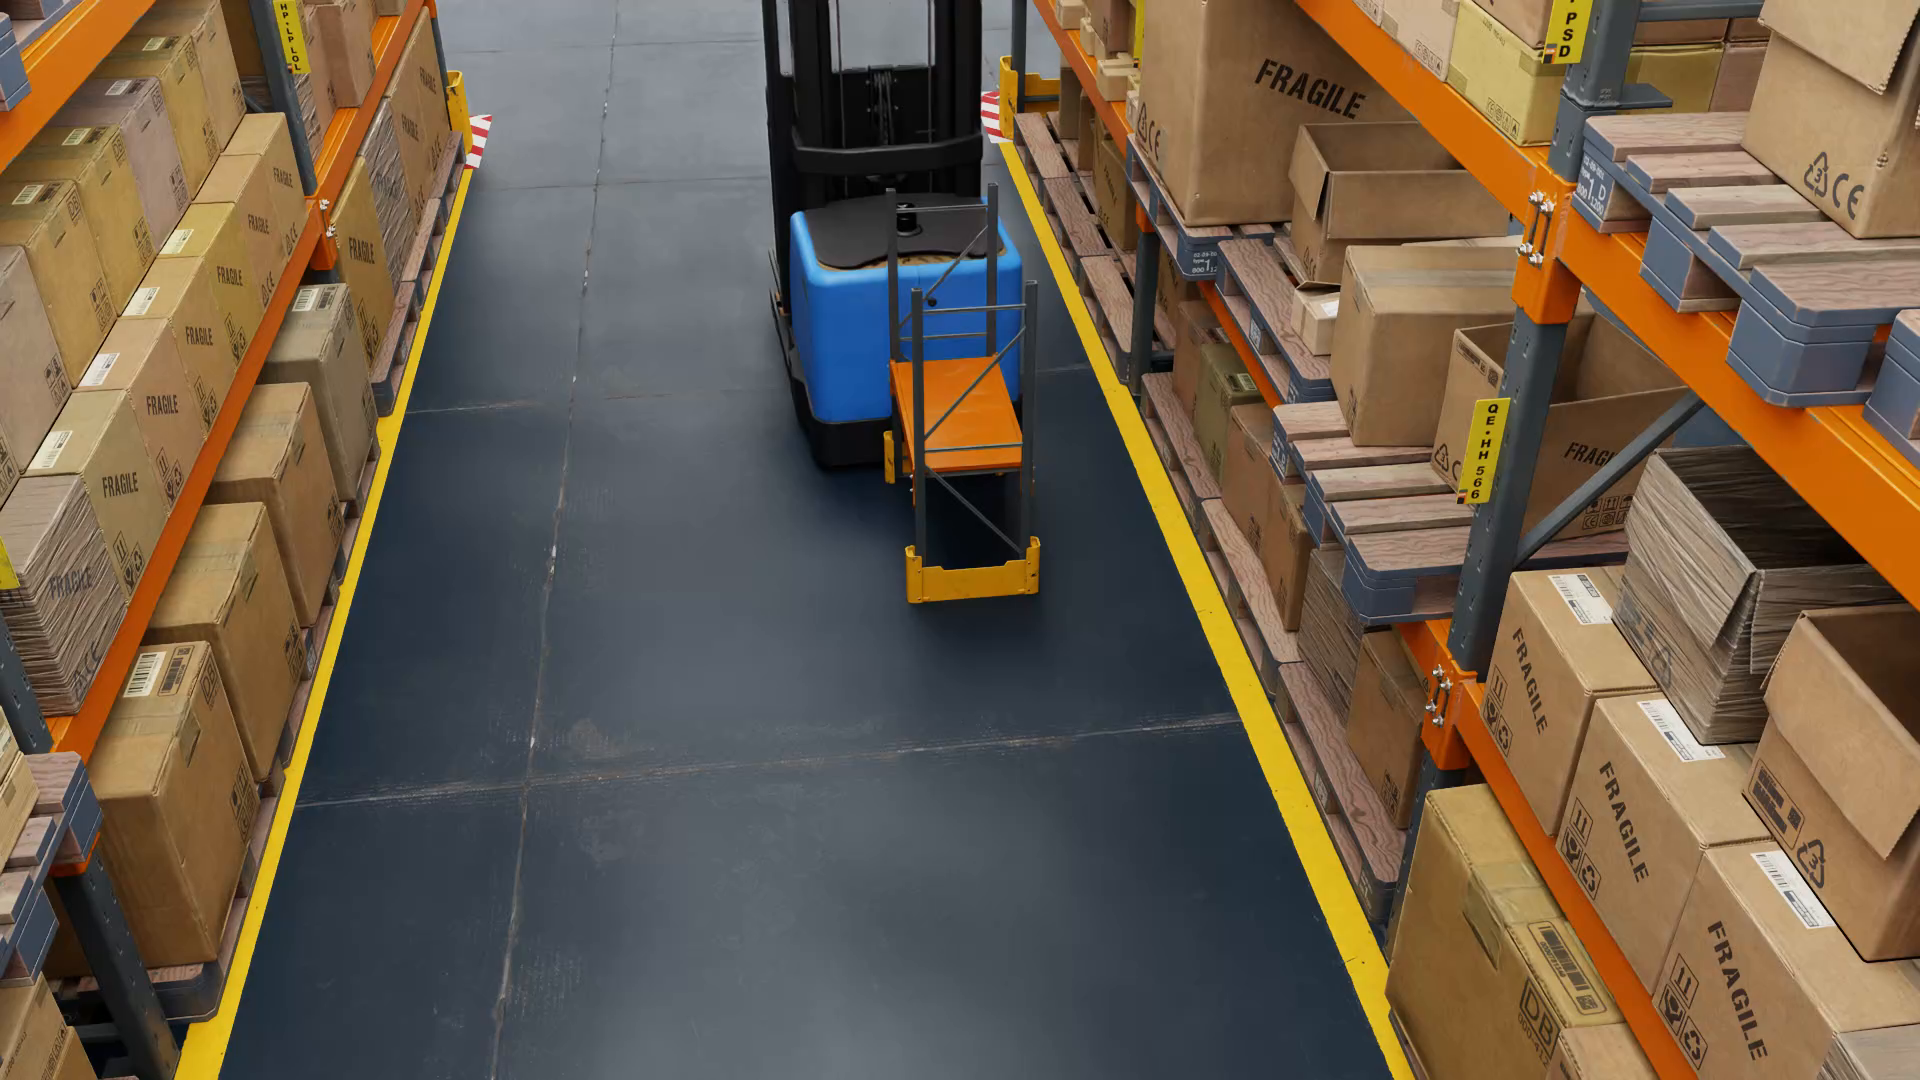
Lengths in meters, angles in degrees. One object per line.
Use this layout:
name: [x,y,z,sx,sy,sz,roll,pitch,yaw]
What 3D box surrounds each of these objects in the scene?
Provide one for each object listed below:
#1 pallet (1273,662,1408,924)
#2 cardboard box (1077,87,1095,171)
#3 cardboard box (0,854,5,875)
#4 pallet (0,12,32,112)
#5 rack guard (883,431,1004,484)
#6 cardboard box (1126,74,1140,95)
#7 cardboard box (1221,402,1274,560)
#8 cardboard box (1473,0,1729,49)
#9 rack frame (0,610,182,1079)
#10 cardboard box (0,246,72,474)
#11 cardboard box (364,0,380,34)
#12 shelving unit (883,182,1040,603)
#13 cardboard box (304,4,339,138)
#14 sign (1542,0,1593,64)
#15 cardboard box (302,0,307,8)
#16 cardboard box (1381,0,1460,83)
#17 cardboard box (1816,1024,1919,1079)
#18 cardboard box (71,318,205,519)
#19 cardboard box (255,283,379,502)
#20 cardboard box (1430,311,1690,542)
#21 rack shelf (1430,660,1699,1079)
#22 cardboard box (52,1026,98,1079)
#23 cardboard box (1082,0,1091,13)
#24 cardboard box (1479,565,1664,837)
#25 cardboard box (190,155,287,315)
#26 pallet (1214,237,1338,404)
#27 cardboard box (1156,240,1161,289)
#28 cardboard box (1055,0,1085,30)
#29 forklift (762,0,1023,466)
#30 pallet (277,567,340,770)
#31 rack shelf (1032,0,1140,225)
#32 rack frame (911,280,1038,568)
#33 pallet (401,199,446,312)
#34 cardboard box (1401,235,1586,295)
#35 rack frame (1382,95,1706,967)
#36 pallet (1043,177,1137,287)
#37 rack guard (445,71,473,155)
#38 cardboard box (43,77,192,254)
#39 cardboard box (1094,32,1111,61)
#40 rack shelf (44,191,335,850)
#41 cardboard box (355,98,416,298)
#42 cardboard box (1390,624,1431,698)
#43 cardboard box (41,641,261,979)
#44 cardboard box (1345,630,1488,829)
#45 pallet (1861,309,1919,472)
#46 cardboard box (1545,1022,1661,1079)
pallet: [1.843,0.879,6.272,1.003,0.211,1.213,-4,35,-6]
cardboard box: [1.052,-2.761,10.985,0.500,0.500,0.500,4,35,6]
cardboard box: [-2.429,0.792,3.775,0.380,0.149,0.250,-4,35,-7]
pallet: [-3.121,-1.034,4.108,1.213,0.211,1.003,-3,34,-4]
rack guard: [-0.077,-0.424,8.150,0.587,0.250,0.087,-4,35,-6]
cardboard box: [1.090,-2.347,8.754,0.380,0.149,0.250,-4,35,-6]
cardboard box: [1.591,-0.294,7.347,0.700,0.500,0.500,-7,35,-10]
cardboard box: [1.634,-1.572,4.196,0.500,0.500,0.500,-3,34,-5]
rack frame: [-2.982,0.482,4.379,1.000,3.000,0.127,-4,35,-6]
cardboard box: [-3.102,-0.506,4.852,0.700,0.500,0.500,-5,35,-7]
cardboard box: [-3.917,-3.213,9.668,0.875,0.550,0.550,-4,35,-6]
shelving unit: [-0.010,-0.662,7.390,0.587,1.500,1.083,-4,35,-6]
cardboard box: [-3.678,-2.322,8.360,0.875,0.550,0.550,-4,35,-6]
sign: [1.408,-1.250,3.798,0.100,0.325,0.005,-4,35,-6]
cardboard box: [-3.725,-2.765,8.051,0.875,0.550,0.550,-4,35,-6]
cardboard box: [1.559,-1.537,4.811,0.500,0.250,0.500,-4,35,-7]
cardboard box: [1.951,1.266,3.140,0.500,0.500,0.500,-4,35,-6]
cardboard box: [-2.914,-0.395,5.577,0.500,0.500,0.500,-4,35,-6]
cardboard box: [-3.347,-0.654,7.671,1.050,0.750,0.750,-5,35,-7]
cardboard box: [1.834,-0.350,5.138,0.500,0.500,0.500,-9,35,-12]
rack shelf: [2.215,1.576,3.412,1.077,0.370,4.000,-4,35,-6]
cardboard box: [-2.635,1.689,4.454,0.500,0.500,0.500,-5,35,-7]
cardboard box: [1.183,-3.324,9.611,0.875,0.500,0.500,-4,35,-6]
cardboard box: [1.742,0.414,4.391,0.500,0.500,0.500,-3,34,-5]
cardboard box: [-3.117,-1.238,6.815,0.500,0.500,0.500,-5,35,-7]
pallet: [1.640,-0.859,6.517,1.003,0.211,1.213,-4,35,-6]
cardboard box: [1.310,-1.755,9.508,0.500,0.500,0.500,6,35,9]
cardboard box: [0.778,-3.176,9.970,0.380,0.149,0.250,-4,35,-6]
forklift: [-0.481,-2.399,8.668,1.130,2.935,3.031,-6,35,-9]
pallet: [-3.174,0.510,6.815,1.003,0.211,1.213,-4,35,-6]
rack shelf: [1.139,-2.888,9.963,1.077,0.370,4.000,-4,35,-6]
rack frame: [0.057,-0.384,6.981,0.500,1.500,0.032,-4,35,-6]
pallet: [-3.712,-1.710,10.072,1.003,0.211,1.213,-4,35,-6]
cardboard box: [1.949,-0.901,6.169,0.500,0.250,0.500,-5,35,-8]
rack frame: [1.946,0.163,4.847,1.000,3.000,0.127,-4,35,-6]
pallet: [1.116,-1.971,10.455,1.003,0.211,1.213,-4,35,-6]
rack guard: [-4.061,-2.962,11.653,1.175,0.500,0.348,-4,35,-6]
cardboard box: [-3.309,-1.359,6.104,0.700,0.500,0.500,-4,34,-6]
cardboard box: [0.969,-2.764,9.366,0.380,0.149,0.250,-4,35,-6]
rack shelf: [-3.251,-0.336,6.219,1.077,0.370,4.000,-4,35,-6]
cardboard box: [-3.660,-1.904,9.395,0.875,0.875,0.875,-4,34,-6]
cardboard box: [1.827,0.333,5.761,0.500,0.250,0.500,-3,34,-4]
cardboard box: [-2.975,0.892,5.402,1.050,0.750,0.750,-5,35,-7]
cardboard box: [1.836,0.642,5.973,0.700,0.500,0.500,-6,35,-9]
pallet: [2.239,-0.019,2.619,1.003,0.211,1.213,-3,34,-4]
cardboard box: [2.131,1.752,4.029,1.225,0.875,0.875,-4,35,-6]
